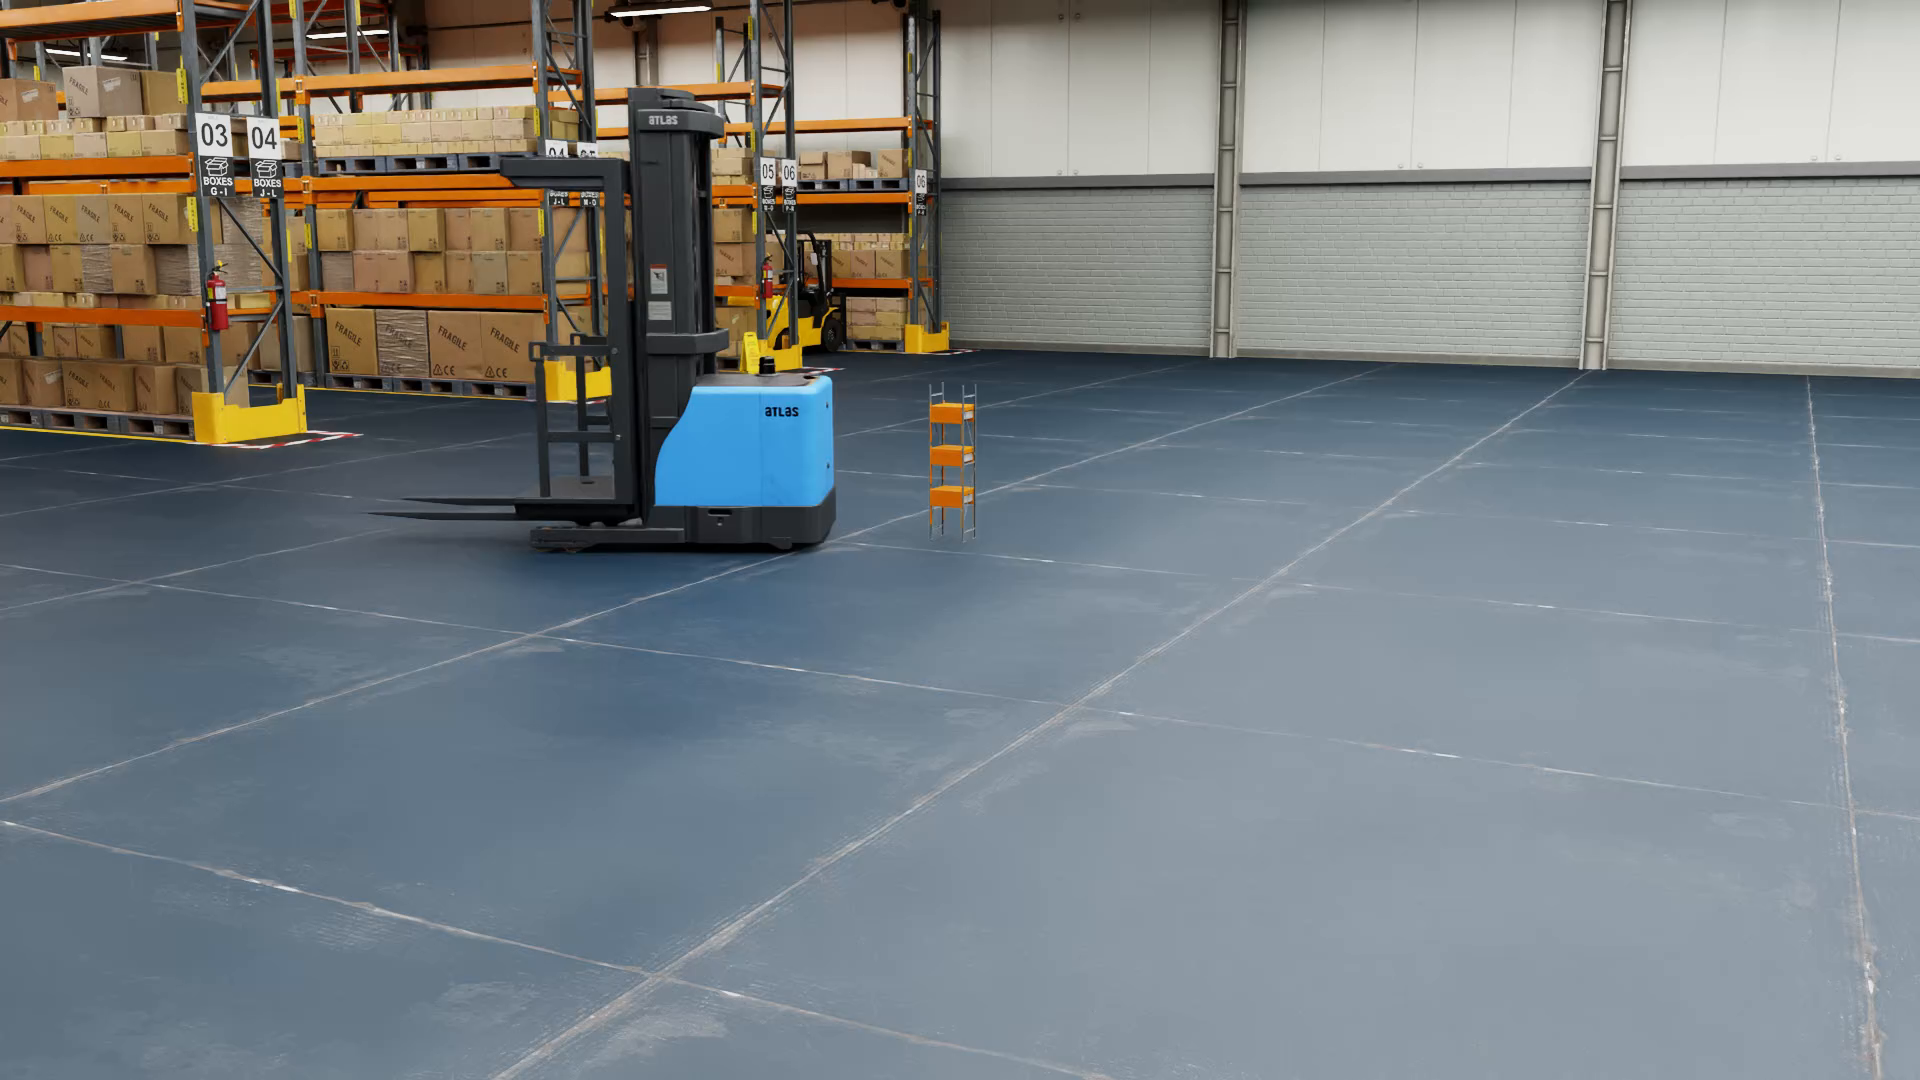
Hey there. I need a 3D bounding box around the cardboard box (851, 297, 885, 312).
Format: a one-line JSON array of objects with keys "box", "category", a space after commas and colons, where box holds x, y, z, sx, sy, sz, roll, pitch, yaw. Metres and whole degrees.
[{"box": [-1.629, -4.275, 30.163, 0.500, 0.250, 0.500, 5, 12, 27], "category": "cardboard box"}]

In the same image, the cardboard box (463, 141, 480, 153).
[{"box": [-6.041, -4.953, 20.996, 0.250, 0.149, 0.380, 5, 11, 26], "category": "cardboard box"}]

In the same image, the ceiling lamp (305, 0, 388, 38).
[{"box": [-11.600, -11.257, 31.769, 2.000, 3.185, 0.800, 5, 11, 26], "category": "ceiling lamp"}]

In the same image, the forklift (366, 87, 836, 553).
[{"box": [-2.396, -1.453, 11.027, 3.031, 2.935, 1.130, 0, 10, 2], "category": "forklift"}]

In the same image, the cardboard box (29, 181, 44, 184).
[{"box": [-13.610, -5.550, 24.768, 0.500, 0.500, 0.500, 5, 11, 26], "category": "cardboard box"}]

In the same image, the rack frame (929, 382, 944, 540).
[{"box": [-0.157, -0.530, 11.213, 0.008, 1.050, 0.200, 5, 11, 26], "category": "rack frame"}]

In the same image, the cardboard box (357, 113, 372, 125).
[{"box": [-7.637, -5.485, 21.699, 0.250, 0.149, 0.380, 5, 11, 25], "category": "cardboard box"}]

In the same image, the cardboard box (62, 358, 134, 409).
[{"box": [-9.333, -1.702, 18.049, 0.500, 0.500, 0.500, 4, 11, 21], "category": "cardboard box"}]

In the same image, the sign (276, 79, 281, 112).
[{"box": [-6.955, -4.521, 16.910, 0.005, 0.325, 0.100, 5, 11, 26], "category": "sign"}]

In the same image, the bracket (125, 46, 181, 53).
[{"box": [-20.020, -11.440, 39.067, 5.218, 0.066, 0.076, 5, 11, 26], "category": "bracket"}]

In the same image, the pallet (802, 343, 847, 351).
[{"box": [-2.412, -3.682, 30.979, 1.213, 0.211, 1.003, 5, 11, 26], "category": "pallet"}]

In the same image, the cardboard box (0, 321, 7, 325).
[{"box": [-14.647, -3.461, 25.667, 0.500, 0.250, 0.500, 5, 12, 27], "category": "cardboard box"}]

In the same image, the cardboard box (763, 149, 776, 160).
[{"box": [-3.039, -5.916, 25.540, 0.250, 0.149, 0.380, 5, 11, 25], "category": "cardboard box"}]

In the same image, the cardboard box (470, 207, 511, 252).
[{"box": [-5.760, -3.981, 21.353, 0.550, 0.550, 0.875, 5, 11, 26], "category": "cardboard box"}]

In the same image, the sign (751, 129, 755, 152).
[{"box": [-3.074, -5.935, 24.694, 0.005, 0.325, 0.100, 5, 11, 26], "category": "sign"}]

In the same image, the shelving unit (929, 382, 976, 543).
[{"box": [-0.048, -0.521, 11.160, 0.252, 1.050, 0.215, 5, 11, 26], "category": "shelving unit"}]

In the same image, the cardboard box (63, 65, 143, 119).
[{"box": [-8.697, -4.527, 16.880, 0.500, 0.500, 0.500, 5, 11, 26], "category": "cardboard box"}]

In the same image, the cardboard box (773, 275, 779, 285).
[{"box": [-3.024, -4.047, 25.874, 0.250, 0.149, 0.380, 5, 11, 26], "category": "cardboard box"}]

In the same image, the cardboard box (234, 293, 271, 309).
[{"box": [-7.346, -2.465, 17.133, 0.250, 0.149, 0.380, 5, 11, 26], "category": "cardboard box"}]

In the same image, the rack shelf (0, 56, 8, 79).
[{"box": [-12.576, -5.402, 18.954, 4.000, 0.370, 1.077, 5, 11, 26], "category": "rack shelf"}]

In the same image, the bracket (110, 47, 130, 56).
[{"box": [-19.640, -11.407, 38.883, 0.430, 0.232, 0.235, 5, 11, 26], "category": "bracket"}]

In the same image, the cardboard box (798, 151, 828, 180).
[{"box": [-2.504, -6.831, 30.380, 0.637, 0.503, 0.797, 5, 12, 28], "category": "cardboard box"}]

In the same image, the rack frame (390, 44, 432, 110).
[{"box": [-11.379, -8.801, 34.593, 0.127, 3.000, 1.000, 5, 11, 26], "category": "rack frame"}]

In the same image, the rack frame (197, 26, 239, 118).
[{"box": [-13.572, -8.008, 30.211, 0.127, 3.000, 1.000, 5, 11, 26], "category": "rack frame"}]

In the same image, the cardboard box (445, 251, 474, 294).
[{"box": [-6.212, -3.512, 21.792, 0.550, 0.550, 0.875, 5, 11, 26], "category": "cardboard box"}]

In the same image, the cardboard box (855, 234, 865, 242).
[{"box": [-1.704, -5.475, 30.123, 0.250, 0.149, 0.380, 5, 11, 26], "category": "cardboard box"}]

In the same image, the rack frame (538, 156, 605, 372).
[{"box": [-4.910, -3.312, 21.109, 0.127, 3.000, 1.000, 5, 11, 26], "category": "rack frame"}]

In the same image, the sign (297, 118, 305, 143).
[{"box": [-8.729, -5.425, 22.026, 0.005, 0.325, 0.100, 5, 11, 26], "category": "sign"}]

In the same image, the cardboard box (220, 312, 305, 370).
[{"box": [-9.957, -2.838, 23.627, 0.750, 0.750, 1.050, 5, 11, 26], "category": "cardboard box"}]

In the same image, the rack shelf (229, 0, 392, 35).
[{"box": [-11.778, -9.132, 29.109, 4.000, 0.370, 1.077, 5, 11, 26], "category": "rack shelf"}]

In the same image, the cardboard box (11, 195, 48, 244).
[{"box": [-9.594, -3.376, 17.538, 0.500, 0.500, 0.500, 5, 11, 26], "category": "cardboard box"}]

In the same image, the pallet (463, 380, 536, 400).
[{"box": [-5.662, -1.991, 21.636, 1.213, 0.211, 1.003, 5, 11, 26], "category": "pallet"}]

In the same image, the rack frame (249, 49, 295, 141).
[{"box": [-14.966, -9.117, 36.335, 0.127, 3.000, 1.000, 5, 11, 26], "category": "rack frame"}]

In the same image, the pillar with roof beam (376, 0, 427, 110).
[{"box": [-13.509, -8.313, 31.893, 0.548, 9.000, 9.100, 5, 11, 26], "category": "pillar with roof beam"}]

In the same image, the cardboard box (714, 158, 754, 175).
[{"box": [-3.389, -5.657, 25.226, 0.500, 0.250, 0.500, 5, 11, 25], "category": "cardboard box"}]

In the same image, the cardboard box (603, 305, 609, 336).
[{"box": [-5.503, -3.519, 26.685, 0.500, 0.500, 0.500, 6, 12, 28], "category": "cardboard box"}]

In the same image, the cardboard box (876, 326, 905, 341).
[{"box": [-1.179, -3.744, 30.036, 0.500, 0.250, 0.500, 5, 11, 26], "category": "cardboard box"}]

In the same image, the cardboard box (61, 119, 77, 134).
[{"box": [-8.971, -4.231, 17.065, 0.250, 0.149, 0.380, 4, 11, 23], "category": "cardboard box"}]

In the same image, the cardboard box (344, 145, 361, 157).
[{"box": [-7.865, -5.113, 21.880, 0.250, 0.149, 0.380, 5, 11, 26], "category": "cardboard box"}]

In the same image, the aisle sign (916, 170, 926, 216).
[{"box": [-0.689, -6.131, 29.383, 0.004, 0.787, 0.394, 5, 11, 26], "category": "aisle sign"}]

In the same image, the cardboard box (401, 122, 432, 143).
[{"box": [-6.823, -5.230, 21.406, 0.500, 0.250, 0.500, 5, 11, 26], "category": "cardboard box"}]

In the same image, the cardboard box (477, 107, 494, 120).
[{"box": [-5.815, -5.325, 20.815, 0.250, 0.149, 0.380, 5, 12, 27], "category": "cardboard box"}]

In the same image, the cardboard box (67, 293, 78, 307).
[{"box": [-9.127, -2.526, 17.471, 0.250, 0.149, 0.380, 5, 11, 26], "category": "cardboard box"}]

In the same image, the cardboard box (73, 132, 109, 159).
[{"box": [-8.645, -4.008, 16.953, 0.500, 0.250, 0.500, 5, 12, 27], "category": "cardboard box"}]

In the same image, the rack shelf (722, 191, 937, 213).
[{"box": [-2.411, -6.183, 30.570, 4.000, 0.370, 1.077, 5, 11, 26], "category": "rack shelf"}]

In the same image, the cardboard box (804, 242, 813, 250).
[{"box": [-2.657, -5.395, 30.516, 0.250, 0.149, 0.380, 5, 11, 25], "category": "cardboard box"}]

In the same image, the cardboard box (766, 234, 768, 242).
[{"box": [-3.543, -5.636, 31.013, 0.250, 0.149, 0.380, 5, 11, 25], "category": "cardboard box"}]

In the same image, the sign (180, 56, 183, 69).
[{"box": [-13.839, -8.459, 29.635, 0.005, 0.325, 0.100, 5, 11, 26], "category": "sign"}]

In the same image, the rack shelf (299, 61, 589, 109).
[{"box": [-6.704, -5.871, 21.545, 4.000, 0.370, 1.077, 5, 11, 26], "category": "rack shelf"}]
